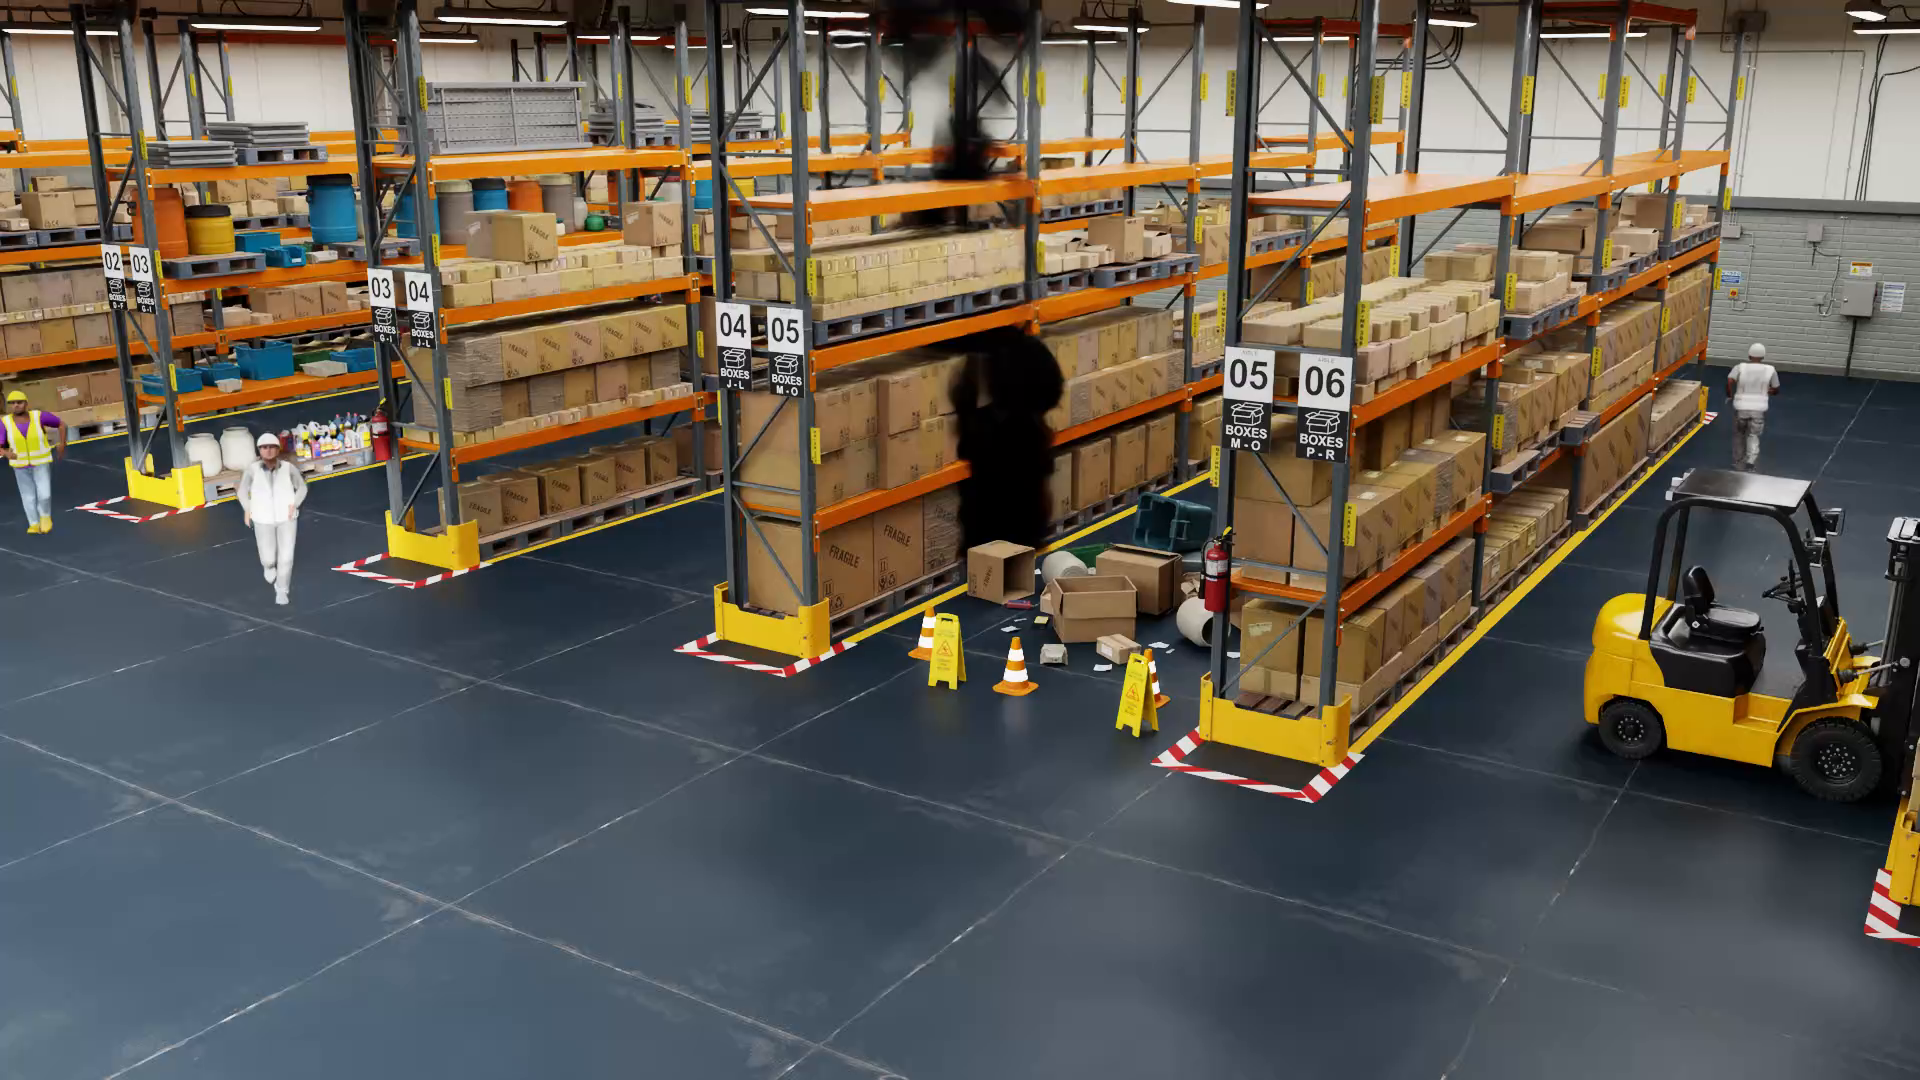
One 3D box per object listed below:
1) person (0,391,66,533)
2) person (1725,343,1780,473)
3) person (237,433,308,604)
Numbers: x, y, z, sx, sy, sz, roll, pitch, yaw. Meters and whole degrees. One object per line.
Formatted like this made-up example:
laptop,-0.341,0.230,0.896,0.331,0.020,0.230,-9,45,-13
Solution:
person,-10.640,-0.875,19.085,0.725,1.715,0.796,-6,17,-22
person,10.465,-1.712,22.038,0.663,1.773,0.967,7,17,23
person,-6.945,-0.233,16.875,0.661,1.732,0.597,-6,17,-21
